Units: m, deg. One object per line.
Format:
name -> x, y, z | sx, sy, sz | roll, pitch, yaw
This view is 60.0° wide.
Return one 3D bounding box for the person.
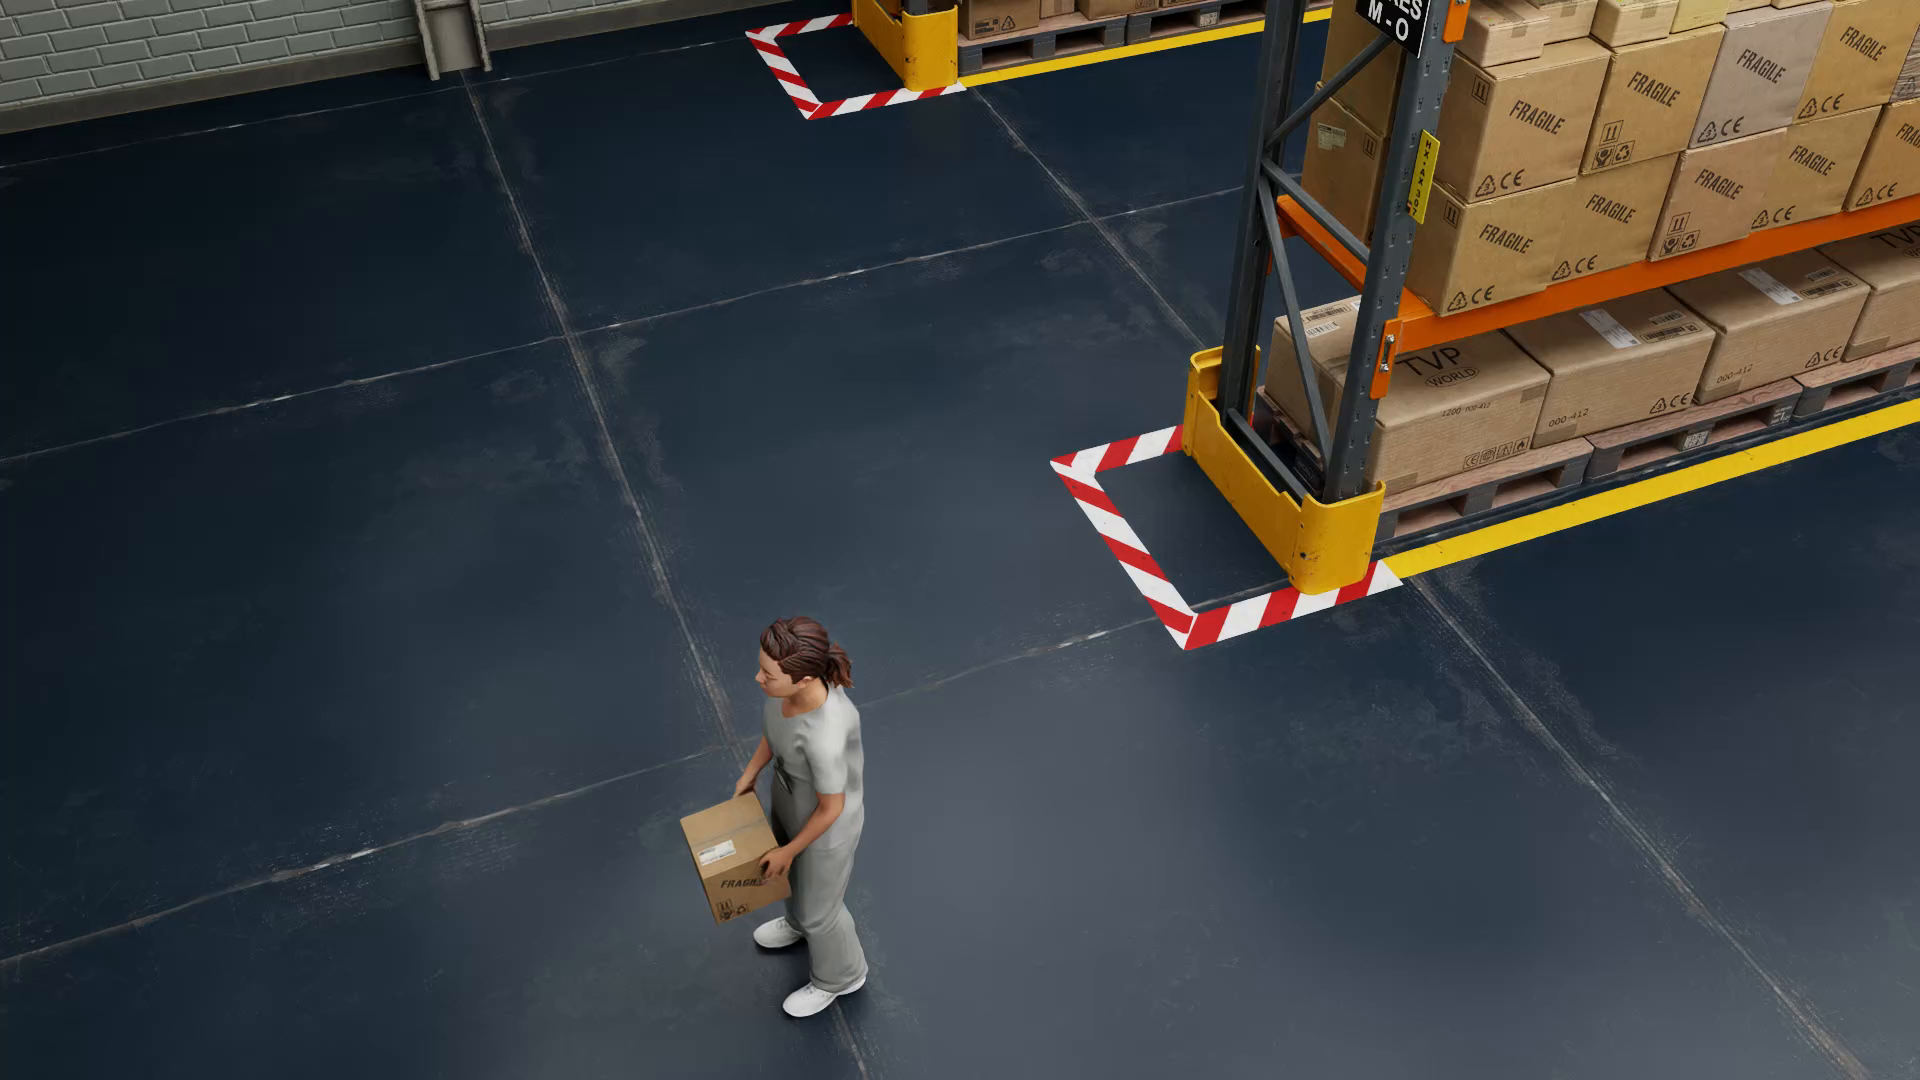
person -> -0.488, 0.860, 5.199 | 0.395, 1.676, 0.467 | -16, 44, -17
